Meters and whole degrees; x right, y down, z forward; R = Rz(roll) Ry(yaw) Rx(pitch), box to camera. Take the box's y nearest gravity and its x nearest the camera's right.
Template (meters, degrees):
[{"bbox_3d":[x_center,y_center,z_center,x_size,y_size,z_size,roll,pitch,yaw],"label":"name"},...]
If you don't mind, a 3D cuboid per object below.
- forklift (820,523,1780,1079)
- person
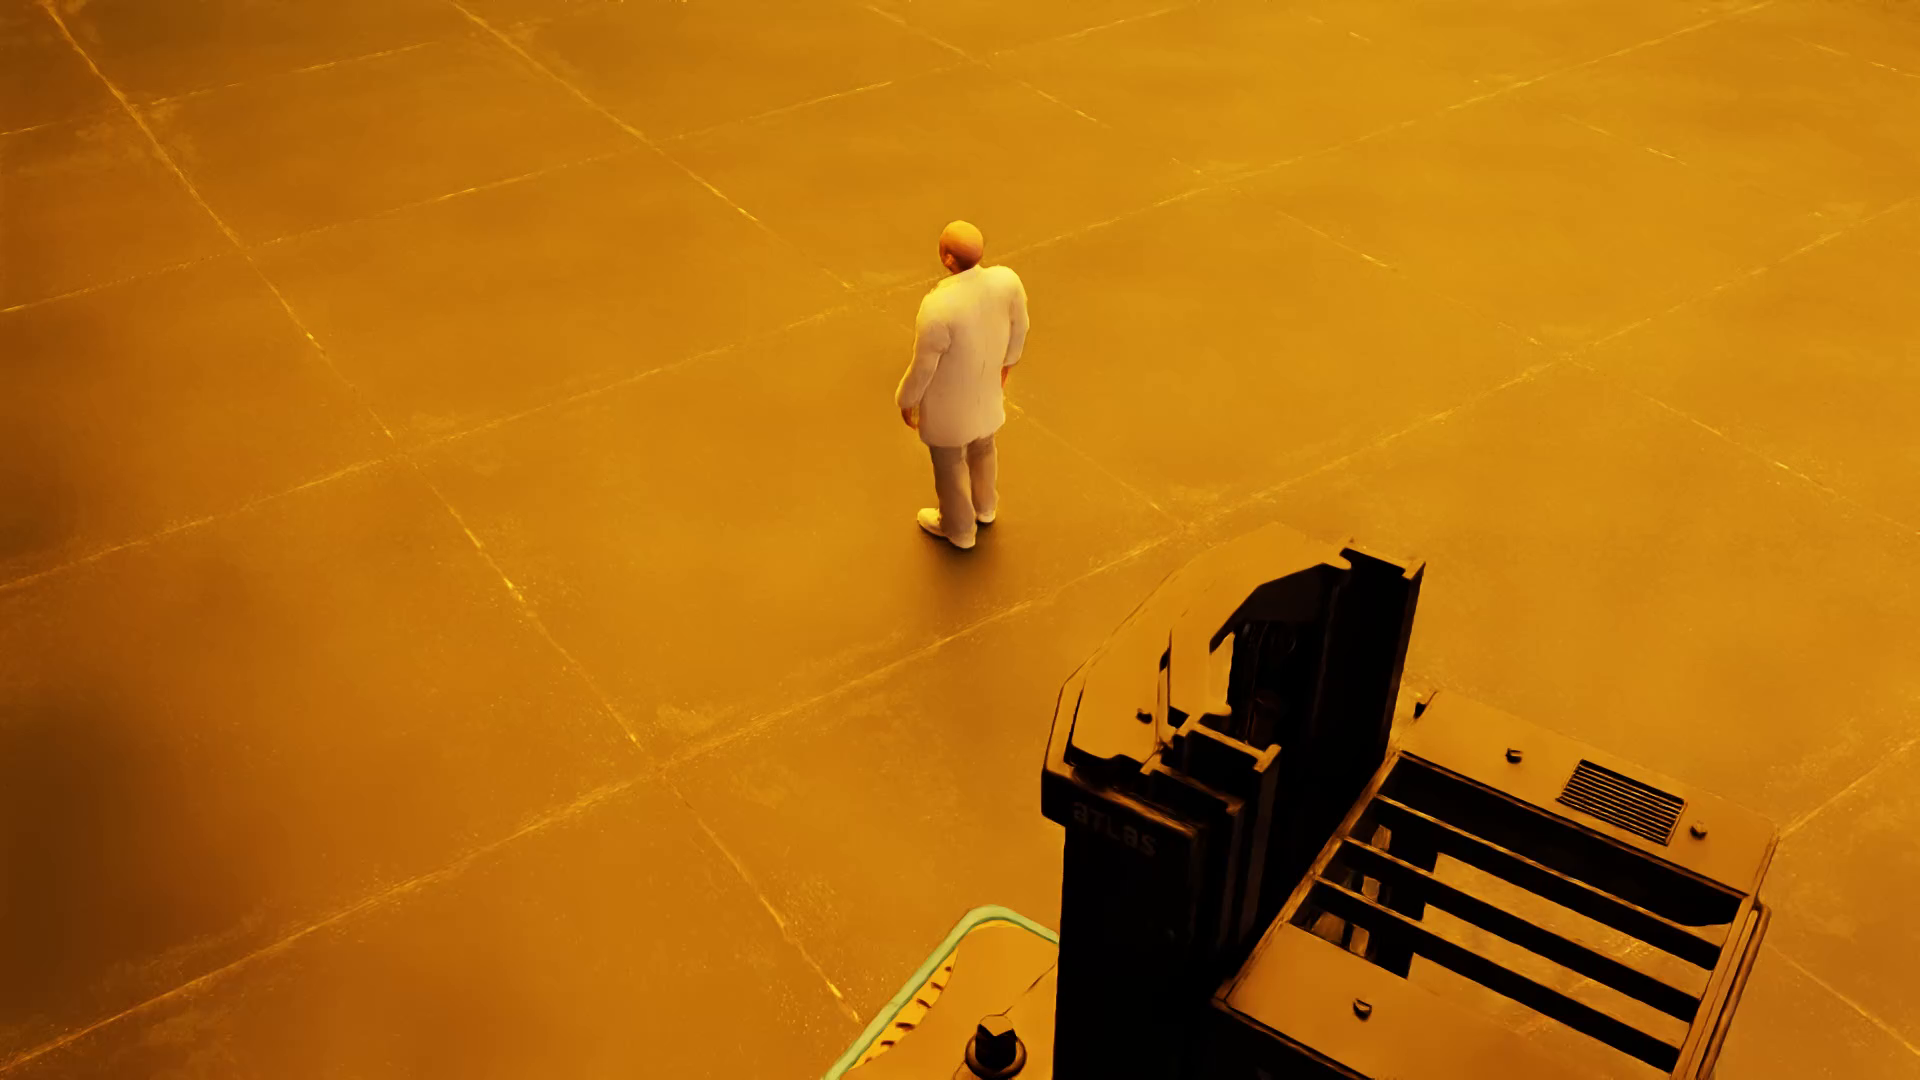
[{"bbox_3d":[1.018,1.517,3.893,3.031,2.935,1.130,22,42,27],"label":"forklift"},{"bbox_3d":[-0.049,-0.766,7.939,0.694,1.776,0.579,-23,42,-28],"label":"person"}]
